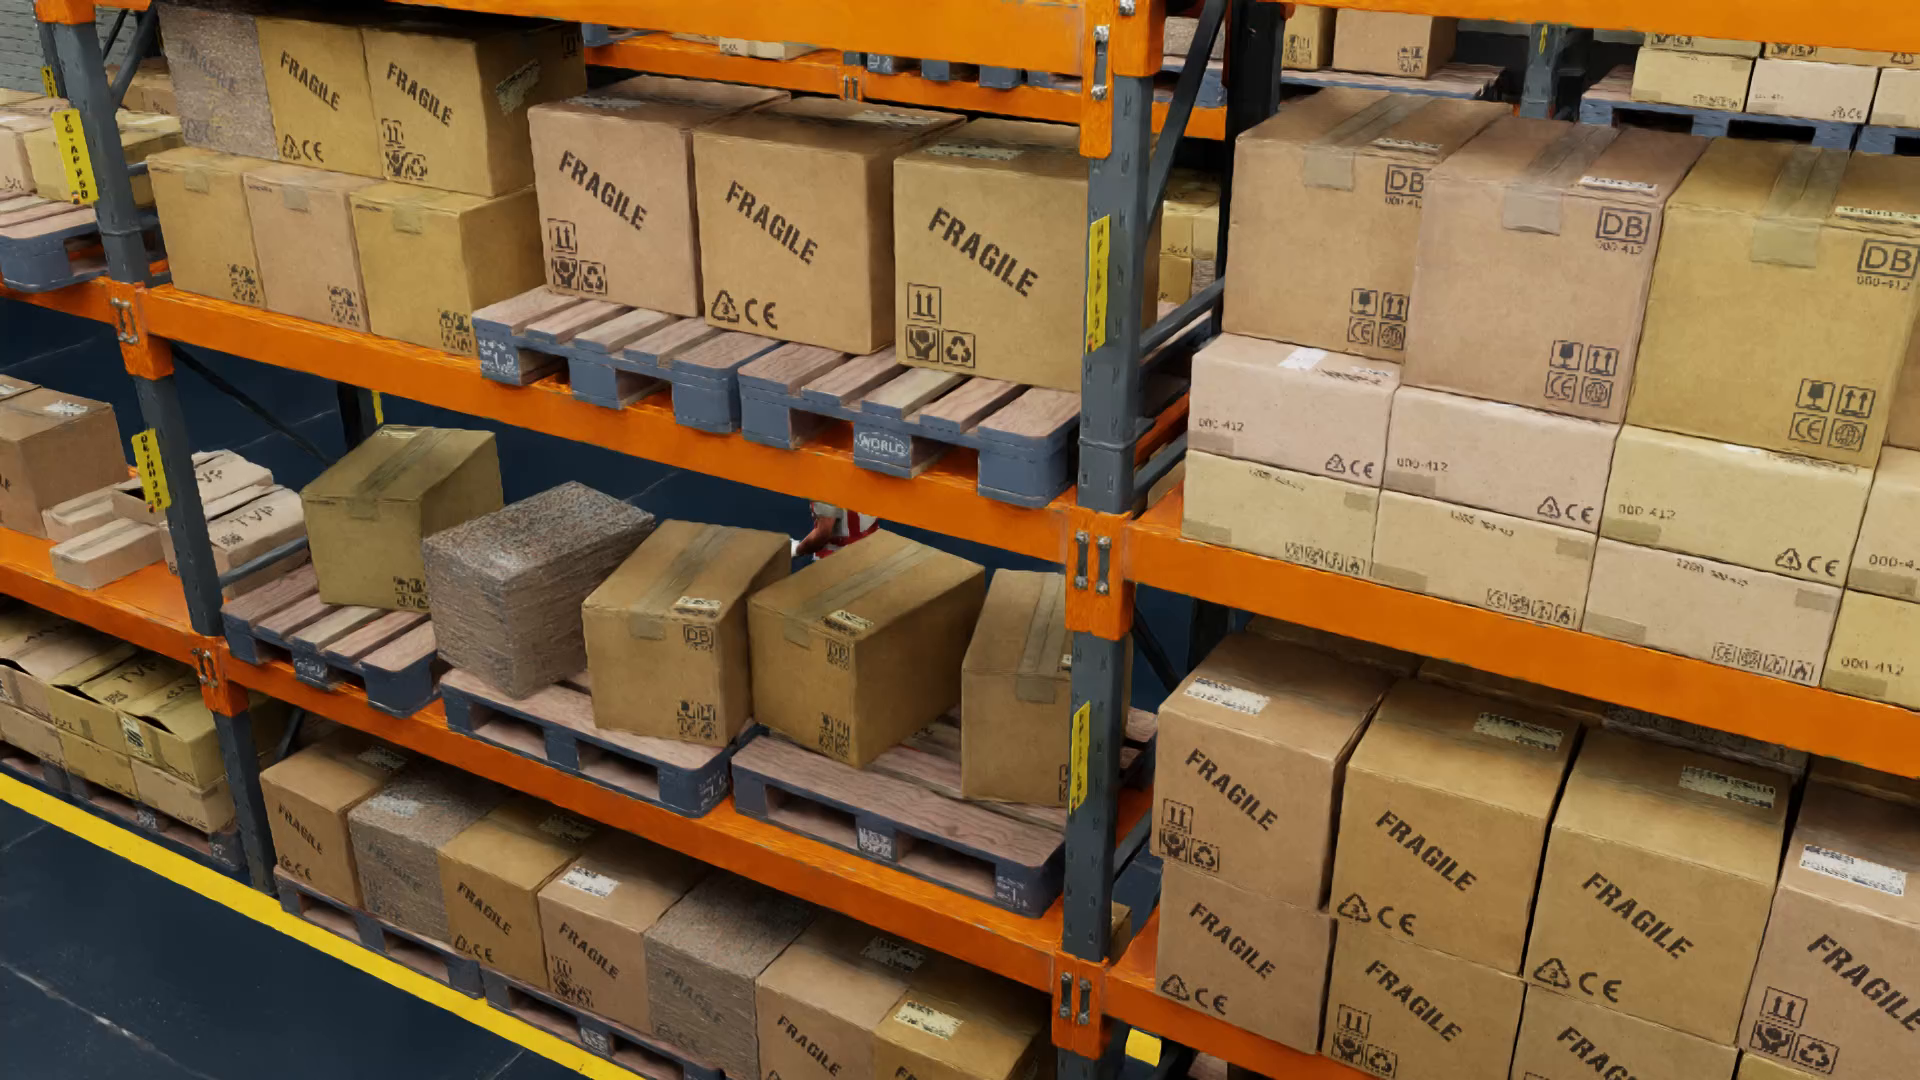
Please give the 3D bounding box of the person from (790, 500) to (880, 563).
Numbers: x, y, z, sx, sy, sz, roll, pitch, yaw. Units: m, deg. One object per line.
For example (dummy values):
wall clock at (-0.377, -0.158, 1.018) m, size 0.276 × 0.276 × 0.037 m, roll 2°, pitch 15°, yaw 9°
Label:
person at (-0.646, 0.080, 8.467) m, size 0.499 × 1.753 × 0.716 m, roll 8°, pitch 27°, yaw 15°
